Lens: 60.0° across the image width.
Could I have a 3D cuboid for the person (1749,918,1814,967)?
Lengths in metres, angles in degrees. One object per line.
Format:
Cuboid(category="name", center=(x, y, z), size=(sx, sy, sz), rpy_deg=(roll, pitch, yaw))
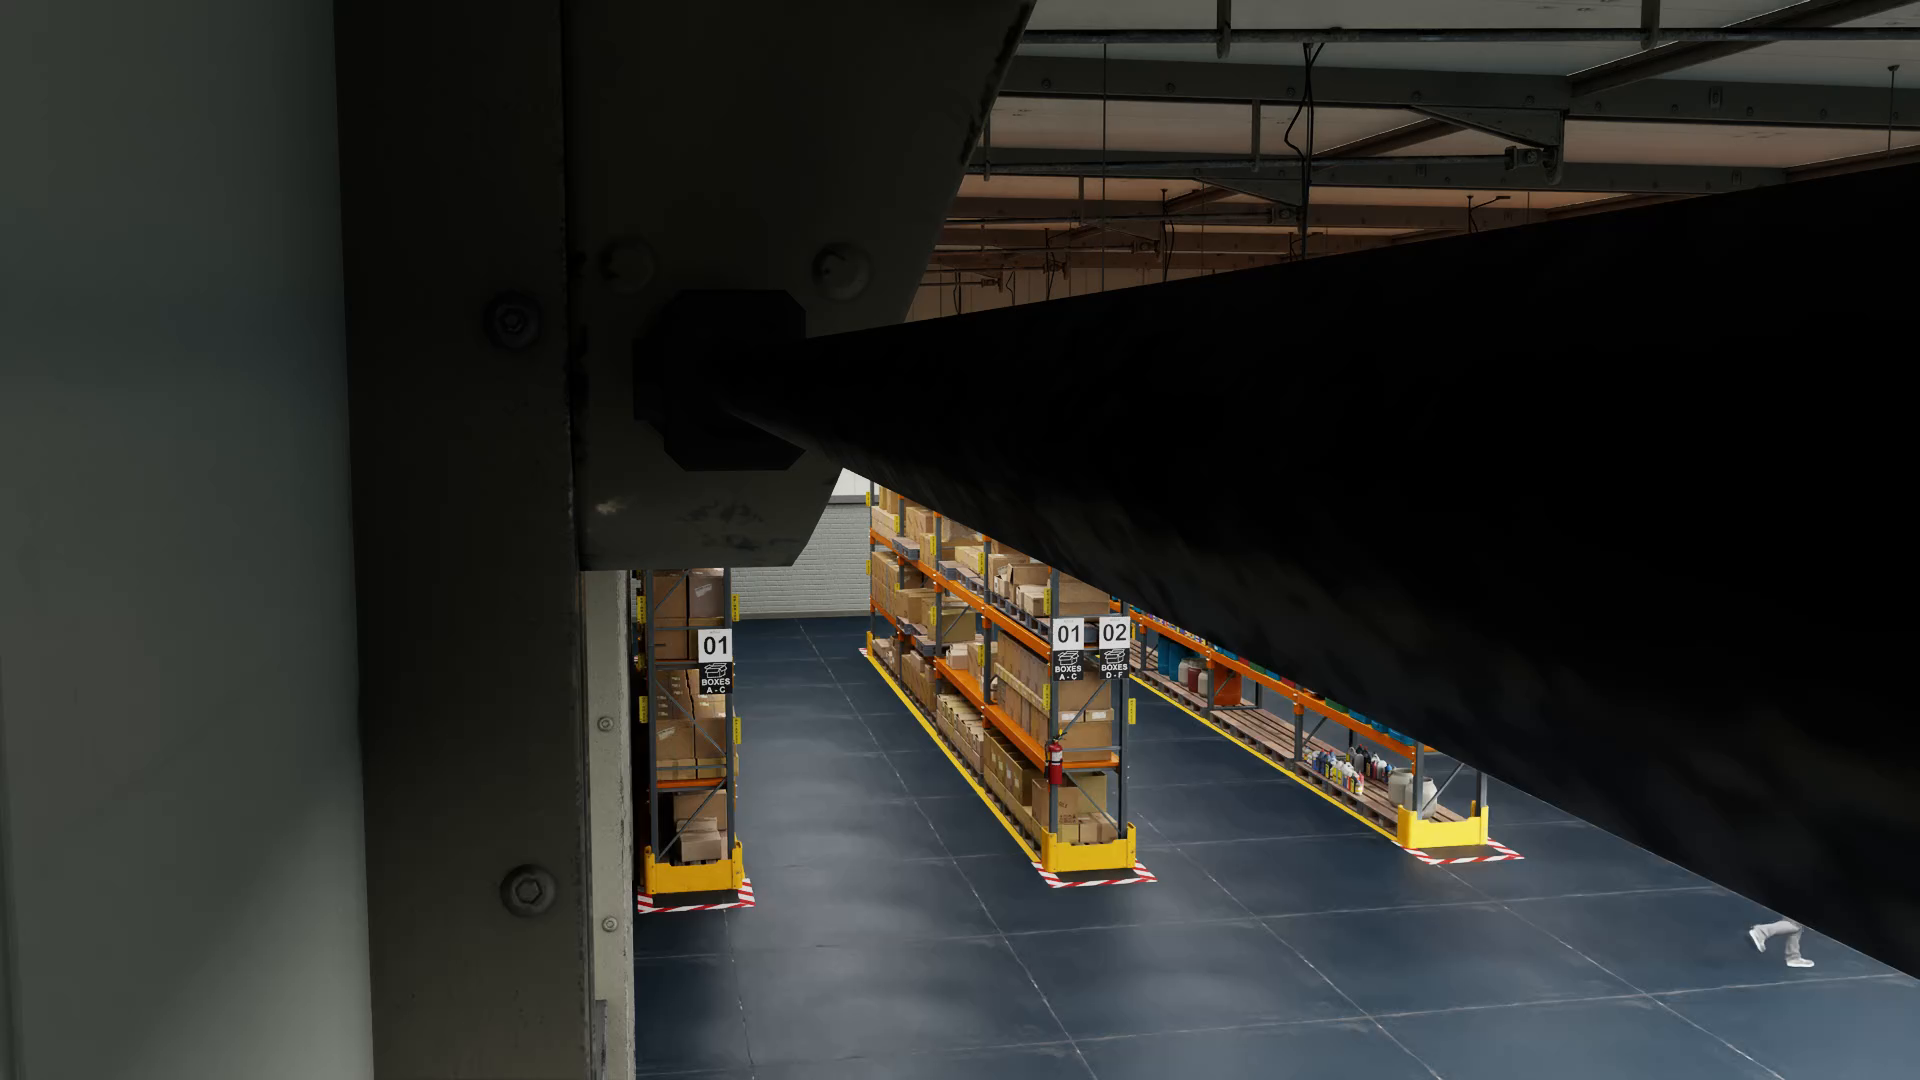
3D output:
Cuboid(category="person", center=(8.676, 3.735, 17.534), size=(0.679, 1.533, 0.554), rpy_deg=(1, 6, 5))
